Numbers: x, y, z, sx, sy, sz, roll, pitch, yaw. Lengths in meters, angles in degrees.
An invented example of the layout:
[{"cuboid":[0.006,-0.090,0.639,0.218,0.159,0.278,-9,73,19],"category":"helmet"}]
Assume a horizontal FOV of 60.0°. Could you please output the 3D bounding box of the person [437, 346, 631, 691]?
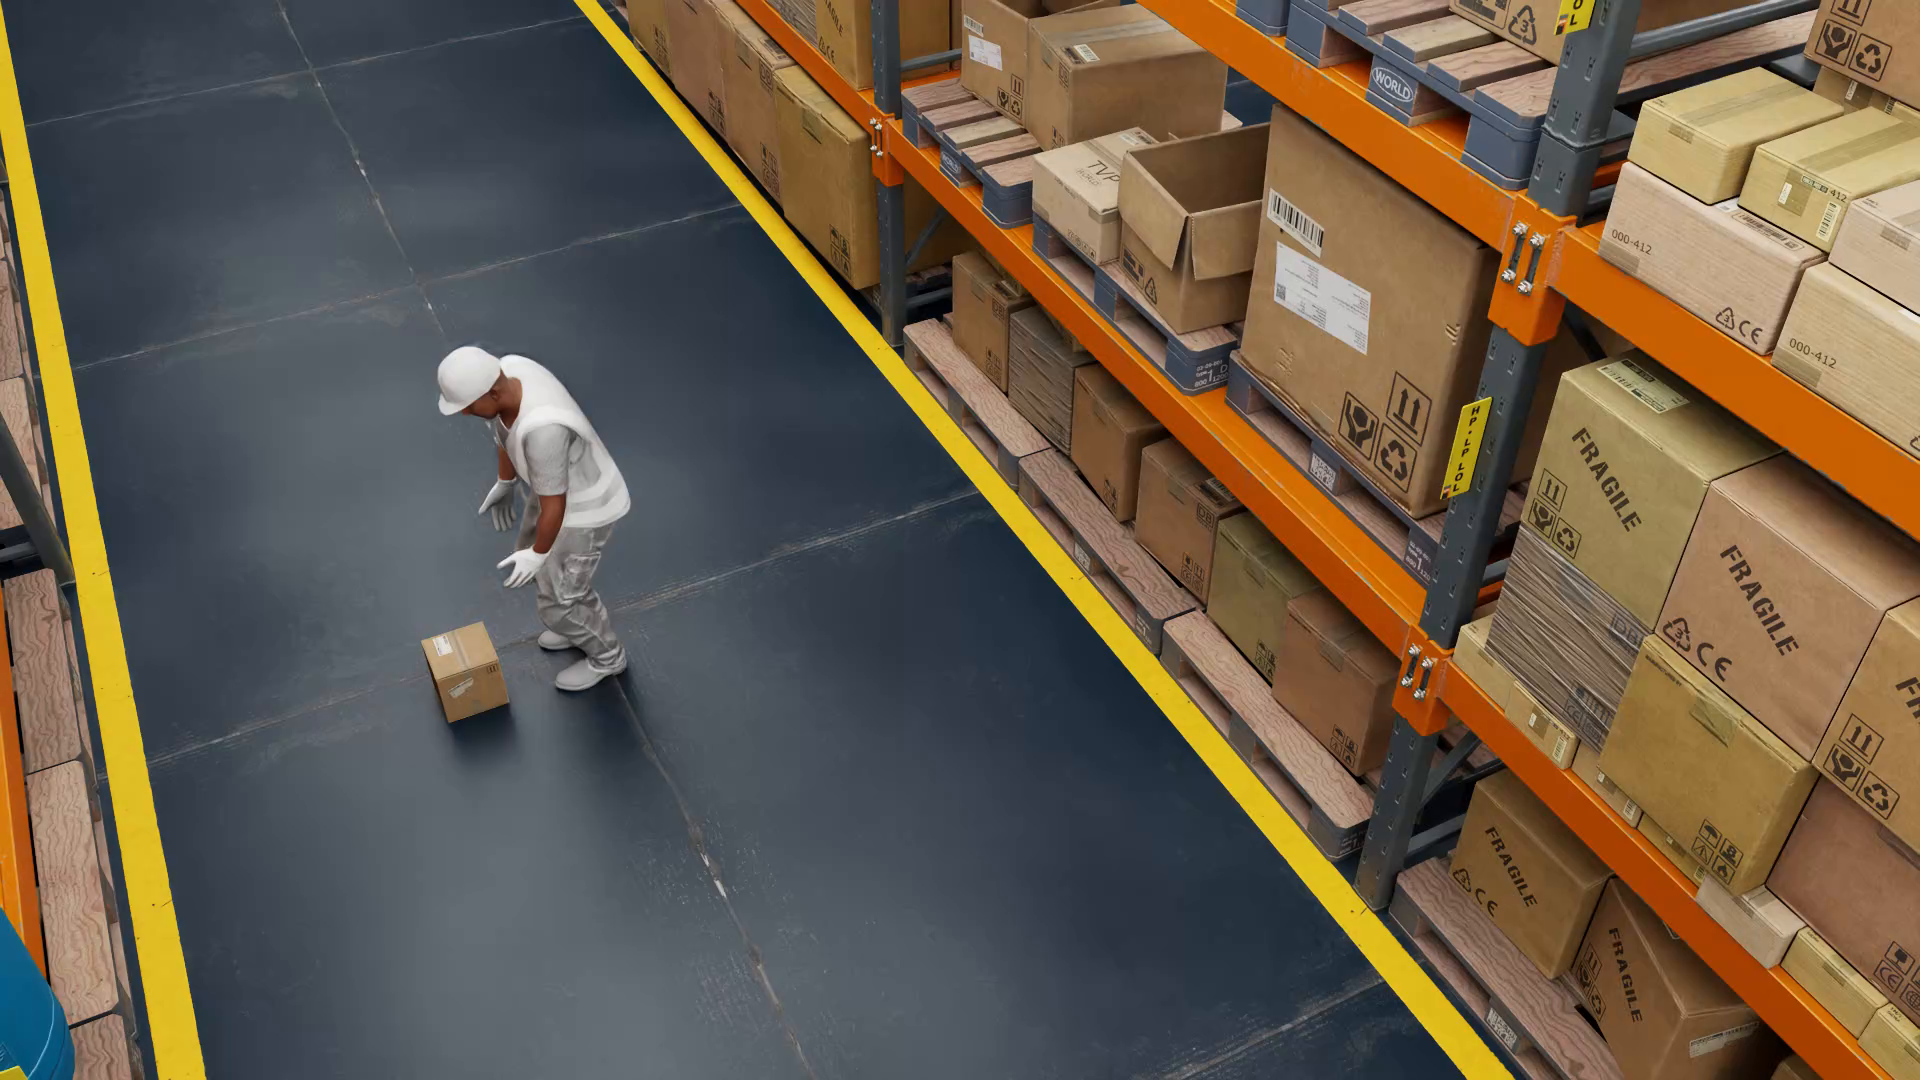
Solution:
[{"cuboid":[-1.573,-0.102,6.384,0.606,1.624,0.598,-18,44,-20],"category":"person"}]
